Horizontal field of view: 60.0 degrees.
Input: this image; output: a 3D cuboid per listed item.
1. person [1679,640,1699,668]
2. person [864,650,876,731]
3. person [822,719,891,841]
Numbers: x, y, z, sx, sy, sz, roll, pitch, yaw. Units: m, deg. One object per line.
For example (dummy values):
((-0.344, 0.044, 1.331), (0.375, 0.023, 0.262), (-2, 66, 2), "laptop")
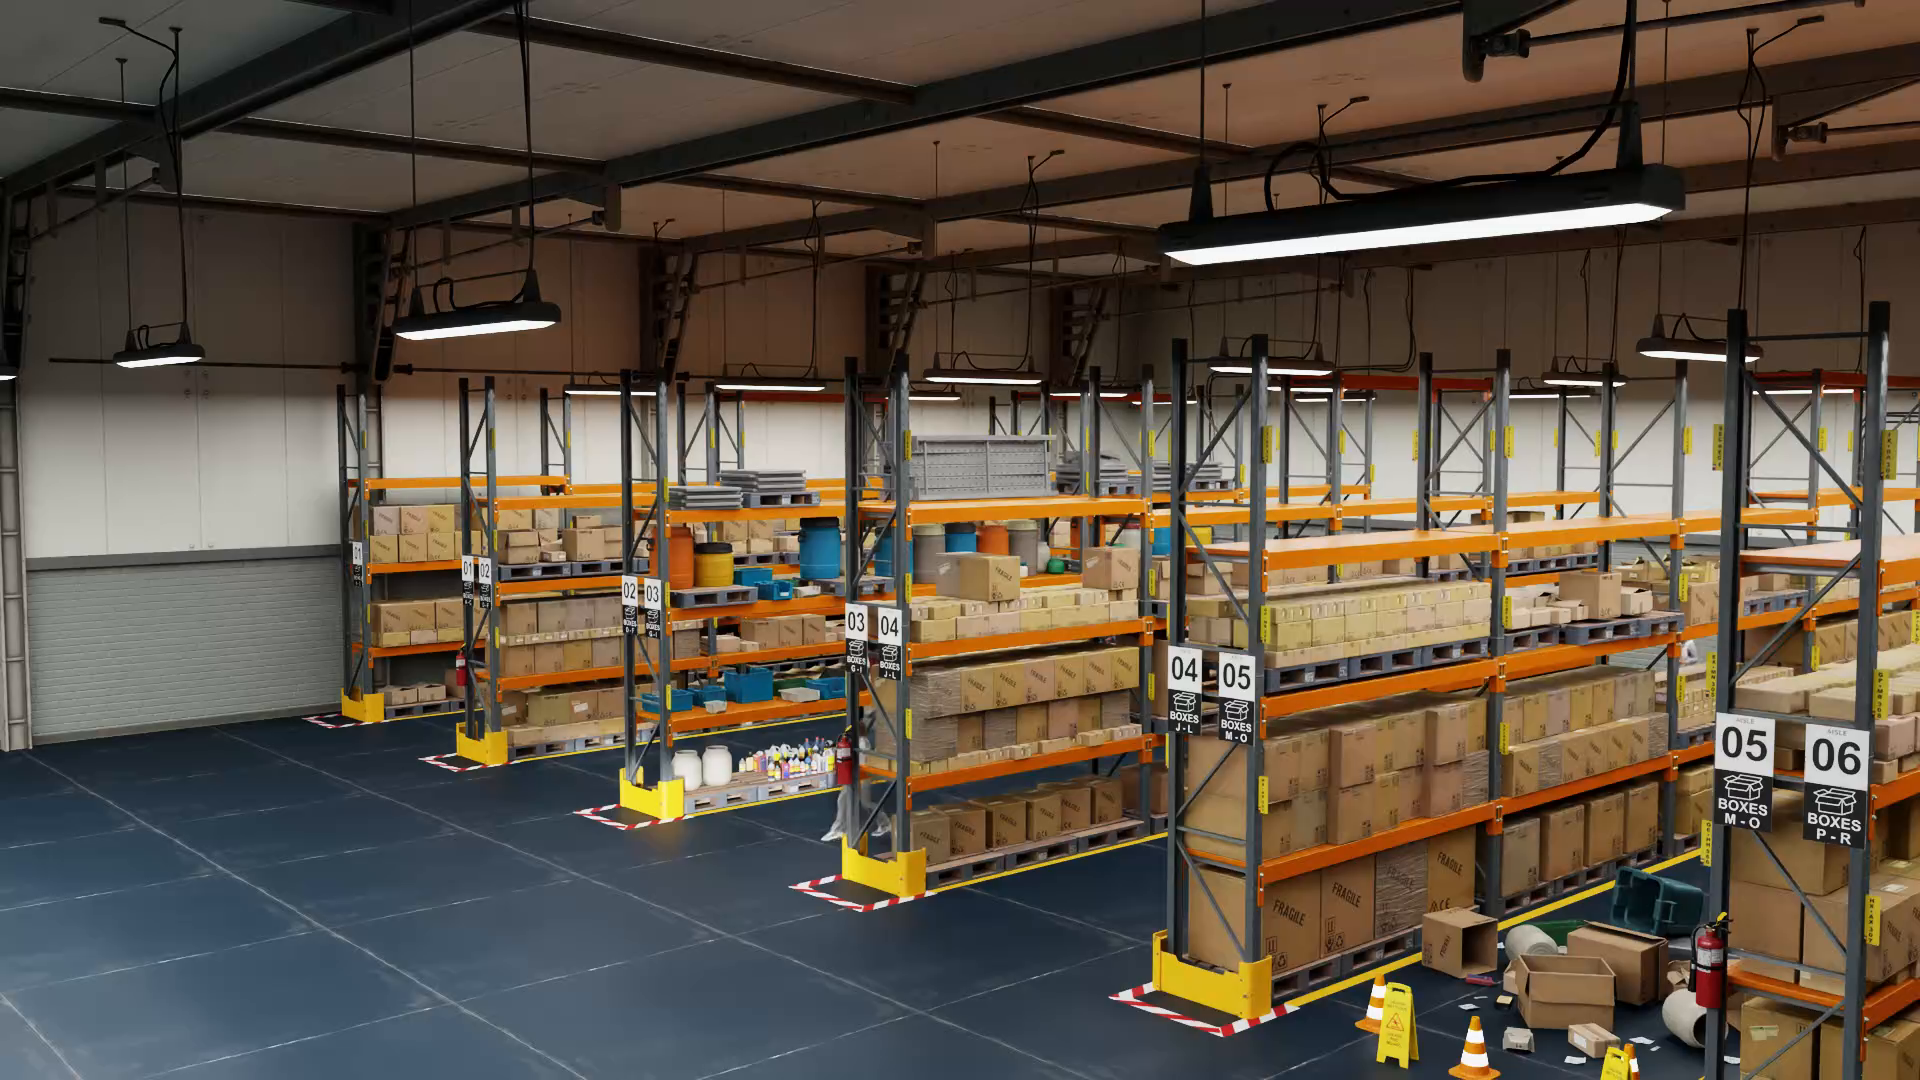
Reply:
((13.332, 2.341, 30.542), (1.094, 1.580, 0.645), (-3, 5, -43), "person")
((-1.495, 2.531, 26.894), (0.925, 1.731, 0.745), (0, 4, 3), "person")
((-1.238, 3.003, 20.713), (0.858, 1.534, 0.582), (-2, 4, -22), "person")
